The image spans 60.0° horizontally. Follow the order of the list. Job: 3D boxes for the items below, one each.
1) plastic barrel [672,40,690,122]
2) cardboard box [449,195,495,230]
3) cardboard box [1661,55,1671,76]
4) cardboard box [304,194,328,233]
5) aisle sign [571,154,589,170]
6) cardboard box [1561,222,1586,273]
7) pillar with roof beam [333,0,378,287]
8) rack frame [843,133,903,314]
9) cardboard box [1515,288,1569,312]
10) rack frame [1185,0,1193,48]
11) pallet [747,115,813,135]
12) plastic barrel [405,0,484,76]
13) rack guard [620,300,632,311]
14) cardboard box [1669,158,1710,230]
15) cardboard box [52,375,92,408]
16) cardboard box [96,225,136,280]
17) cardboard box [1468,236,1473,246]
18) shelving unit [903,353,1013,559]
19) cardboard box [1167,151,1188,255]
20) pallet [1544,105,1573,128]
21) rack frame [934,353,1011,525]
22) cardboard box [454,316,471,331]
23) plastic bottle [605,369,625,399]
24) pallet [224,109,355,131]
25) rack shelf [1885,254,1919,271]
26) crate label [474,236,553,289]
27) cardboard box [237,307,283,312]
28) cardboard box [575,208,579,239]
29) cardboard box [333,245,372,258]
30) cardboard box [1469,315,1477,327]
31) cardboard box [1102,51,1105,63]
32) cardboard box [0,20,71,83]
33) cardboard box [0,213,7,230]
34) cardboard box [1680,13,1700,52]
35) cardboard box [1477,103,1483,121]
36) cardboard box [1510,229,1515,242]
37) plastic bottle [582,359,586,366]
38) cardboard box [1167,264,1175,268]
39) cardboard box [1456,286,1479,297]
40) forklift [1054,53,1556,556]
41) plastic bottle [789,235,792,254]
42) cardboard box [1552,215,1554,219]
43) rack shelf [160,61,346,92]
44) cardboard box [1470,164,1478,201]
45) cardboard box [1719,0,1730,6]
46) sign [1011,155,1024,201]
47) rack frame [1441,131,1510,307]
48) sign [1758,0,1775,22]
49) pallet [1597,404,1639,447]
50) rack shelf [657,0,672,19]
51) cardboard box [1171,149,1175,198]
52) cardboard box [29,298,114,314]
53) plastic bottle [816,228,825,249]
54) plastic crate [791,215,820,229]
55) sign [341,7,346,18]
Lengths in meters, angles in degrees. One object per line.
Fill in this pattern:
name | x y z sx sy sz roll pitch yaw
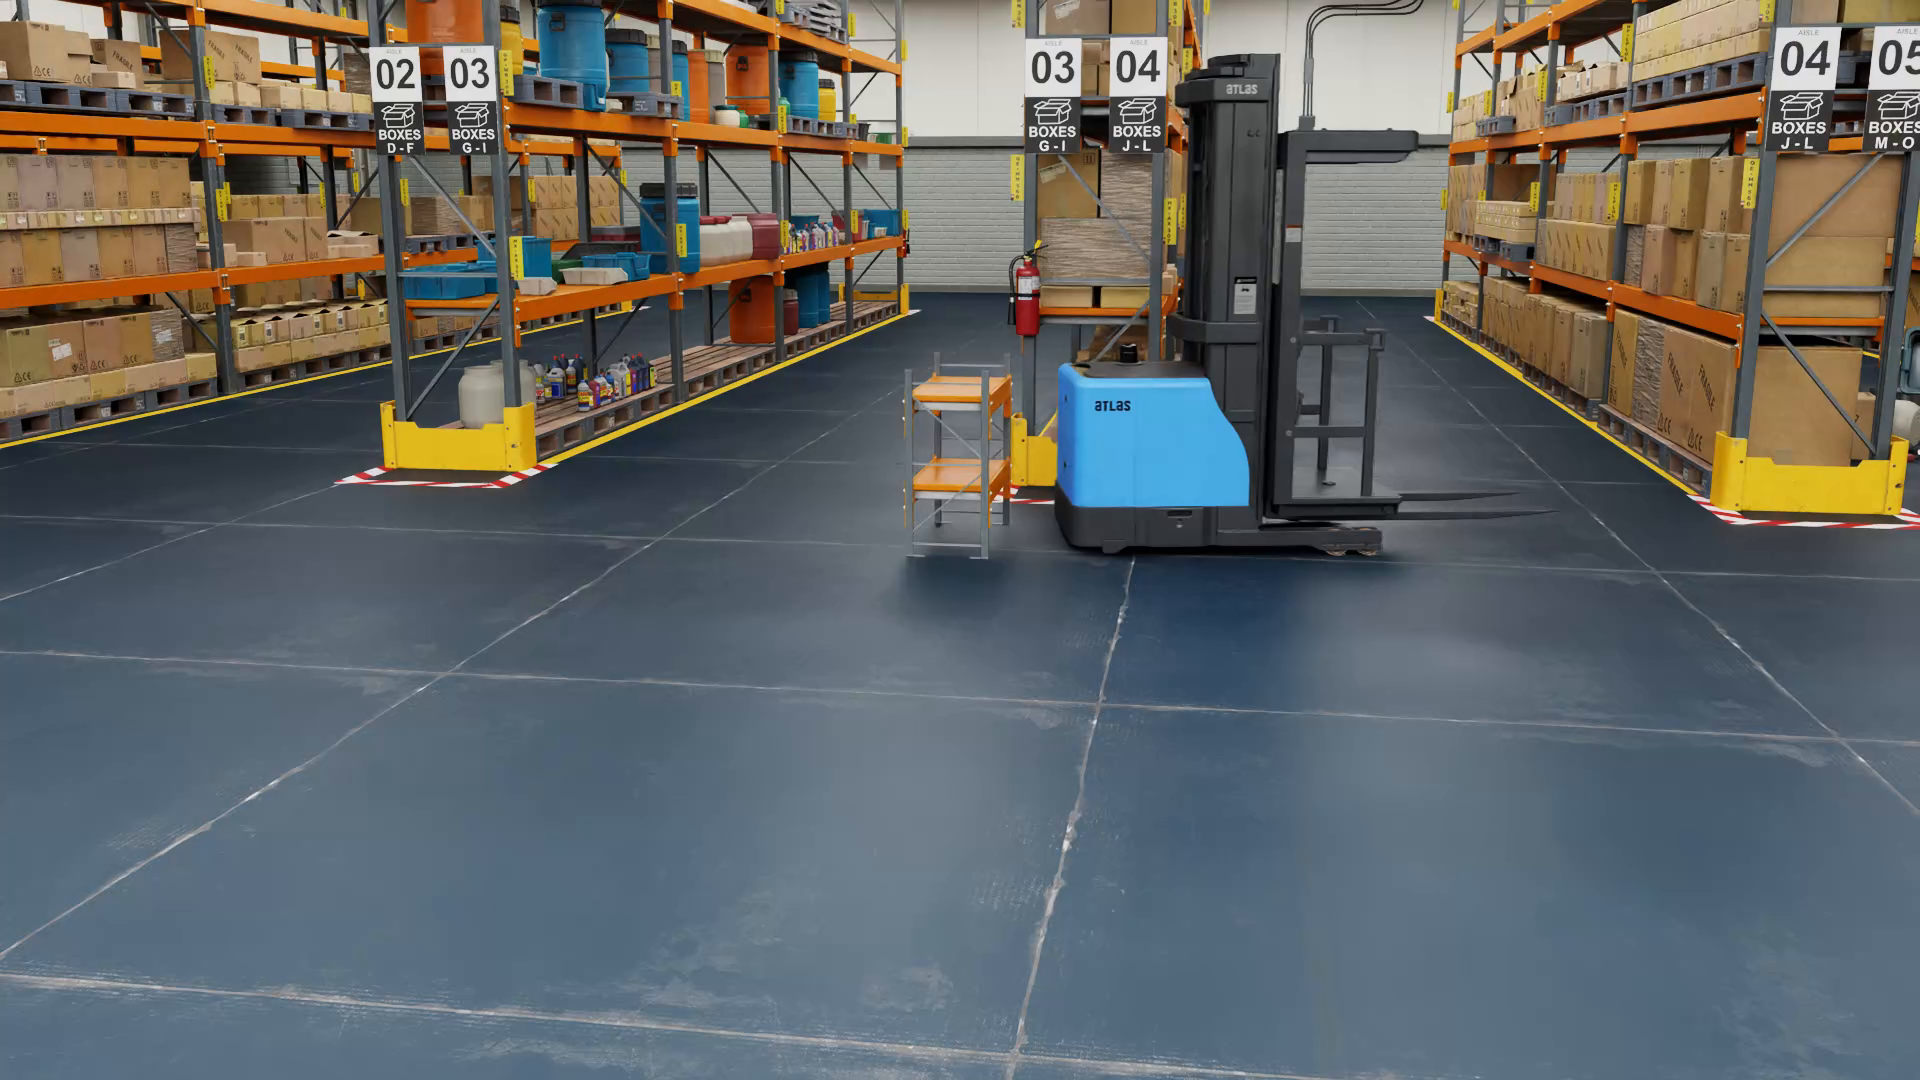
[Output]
plastic barrel | -3.251 -4.965 18.101 0.600 0.901 0.708 2 12 9
cardboard box | -7.273 -4.858 24.680 0.700 0.500 0.500 -2 12 -10
cardboard box | 5.917 -3.847 13.467 0.380 0.149 0.250 2 12 8
cardboard box | -11.429 -5.576 28.533 0.980 0.700 0.700 2 12 8
aisle sign | -6.644 -6.822 28.858 0.394 0.787 0.004 2 12 9
cardboard box | 6.511 -3.008 17.096 0.500 0.500 0.500 2 12 8
pillar with roof beam | -7.445 -9.071 31.222 9.100 9.000 0.400 2 12 9
rack frame | -1.470 -5.366 28.274 1.000 3.000 0.127 2 12 9
cardboard box | 6.925 -2.860 19.799 0.500 0.250 0.500 2 12 7
rack frame | 2.194 -6.473 19.170 1.000 3.000 0.127 2 12 9
pallet | -2.486 -5.231 20.975 1.003 0.211 1.213 2 12 9
plastic barrel | -3.982 -4.023 12.902 0.600 0.830 0.708 2 12 9
rack guard | -6.376 -4.290 29.212 1.175 0.500 0.348 2 12 9
cardboard box | 6.111 -2.715 13.051 0.875 0.550 0.500 2 12 9
cardboard box | -8.372 -1.371 15.264 0.500 0.250 0.500 2 12 9
cardboard box | -8.427 -2.772 15.997 0.700 0.500 0.500 2 12 9
cardboard box | 7.615 -4.357 24.186 0.380 0.149 0.250 1 12 6
shelving unit | 0.001 -0.551 10.381 0.538 1.125 1.048 2 12 9
cardboard box | 1.839 -3.367 16.577 1.000 1.000 1.000 2 12 9
pallet | 7.032 -4.597 18.033 1.213 0.211 1.003 2 12 11
rack frame | 0.079 -0.657 10.872 0.500 1.125 0.032 2 12 9
cardboard box | -7.085 -3.154 22.899 0.500 0.500 0.500 2 12 8
plastic bottle | -3.238 -1.468 15.604 0.152 0.276 0.135 2 12 10
pallet | -7.779 -4.859 19.249 1.003 0.211 1.213 2 12 11
rack shelf | 12.293 -3.284 20.320 1.077 0.370 4.000 2 12 9
crate label | -3.915 -2.445 14.634 0.502 0.435 0.616 2 12 9
cardboard box | -8.197 -2.575 19.522 0.500 0.311 0.500 2 12 8
cardboard box | -6.400 -5.158 27.069 0.500 0.500 0.500 2 12 8
cardboard box | -7.460 -3.543 20.411 0.380 0.149 0.250 2 12 9
cardboard box | 7.418 -3.096 23.508 0.380 0.149 0.250 2 12 9
cardboard box | 0.964 -3.742 13.028 0.380 0.149 0.250 2 12 9
cardboard box | -8.299 -4.323 14.745 0.500 0.500 0.500 2 12 9
cardboard box | -8.474 -2.745 14.331 0.380 0.149 0.250 2 12 9
cardboard box | 5.882 -3.910 12.814 0.500 0.250 0.500 2 12 9
cardboard box | 7.605 -6.041 23.454 0.500 0.250 0.500 1 12 6
cardboard box | 6.741 -3.610 19.726 0.380 0.149 0.250 2 12 8
plastic bottle | -3.715 -1.632 16.349 0.061 0.283 0.133 2 12 9
cardboard box | 1.836 -2.531 15.713 0.380 0.149 0.250 2 12 9
cardboard box | 7.710 -3.754 25.150 0.380 0.149 0.250 2 12 10
forklift | 2.155 -1.448 10.253 3.031 2.935 1.130 -1 12 -3
plastic bottle | -2.243 -3.816 21.376 0.152 0.276 0.135 2 12 9
cardboard box | 7.548 -3.949 20.590 0.380 0.149 0.250 2 12 8
rack shelf | -11.567 -7.656 27.318 1.077 0.370 4.000 2 12 9
cardboard box | 7.573 -5.089 23.670 0.500 0.500 0.500 1 12 7
cardboard box | 5.683 -3.921 11.918 0.380 0.149 0.250 2 12 10
sign | 0.418 -2.618 12.022 0.100 0.325 0.005 2 12 9
rack frame | 8.309 -5.024 26.686 1.000 3.000 0.127 2 12 9
sign | 5.315 -3.574 10.925 0.100 0.325 0.005 2 12 9
pallet | 6.270 -1.007 14.666 1.003 0.211 1.213 2 12 9
rack shelf | -3.623 -4.837 14.237 1.077 0.370 4.000 2 12 9
cardboard box | 1.401 -2.768 12.900 0.500 0.500 0.500 2 12 9
cardboard box | -12.247 -3.325 22.909 0.750 0.750 0.750 2 12 8
plastic bottle | -1.960 -4.199 23.154 0.152 0.276 0.135 2 12 9
plastic crate | -2.350 -4.663 24.908 0.392 0.384 0.575 2 12 9
sign | -10.725 -9.095 28.929 0.100 0.325 0.005 2 12 9
